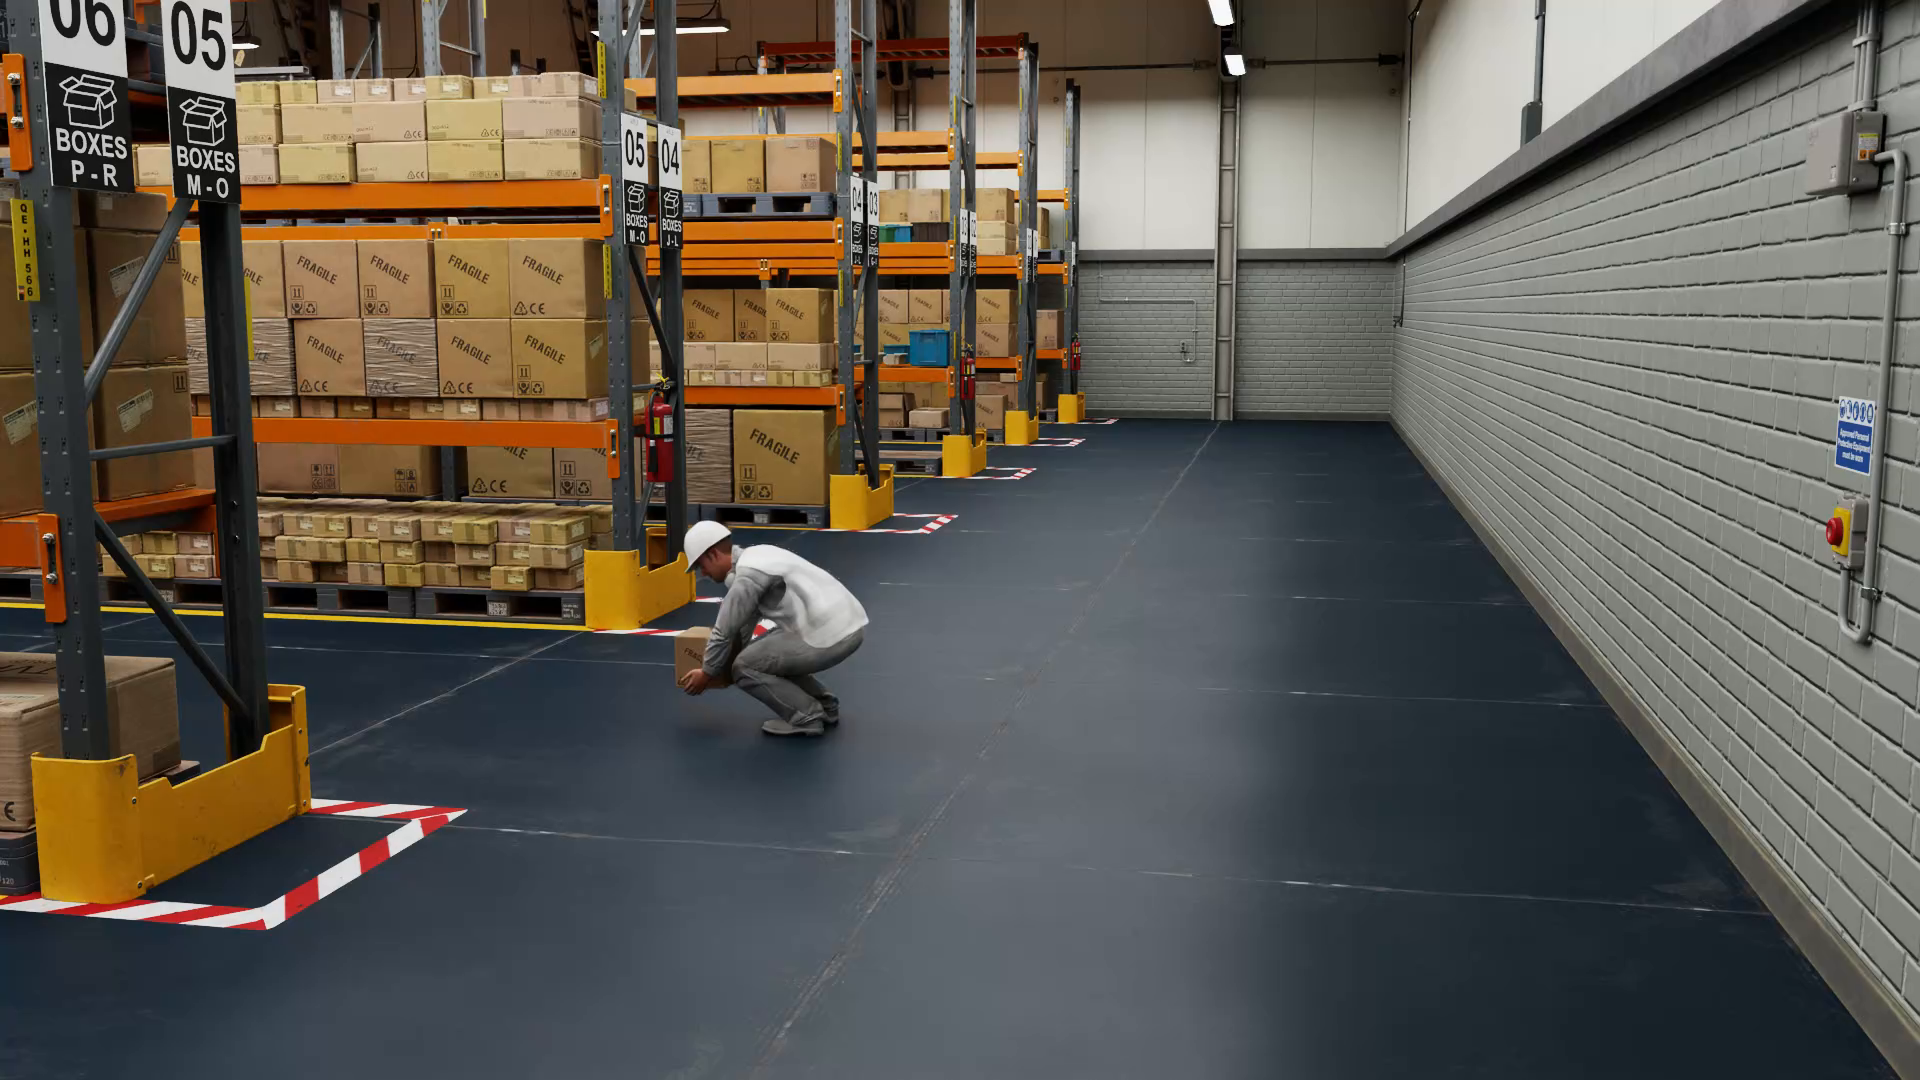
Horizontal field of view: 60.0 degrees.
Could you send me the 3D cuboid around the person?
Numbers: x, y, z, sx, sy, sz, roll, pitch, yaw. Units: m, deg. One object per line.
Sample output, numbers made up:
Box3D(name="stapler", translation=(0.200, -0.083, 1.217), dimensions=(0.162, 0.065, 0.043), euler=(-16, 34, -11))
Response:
Box3D(name="person", translation=(-0.892, 0.410, 8.007), dimensions=(0.870, 1.012, 0.541), euler=(2, 8, 11))
